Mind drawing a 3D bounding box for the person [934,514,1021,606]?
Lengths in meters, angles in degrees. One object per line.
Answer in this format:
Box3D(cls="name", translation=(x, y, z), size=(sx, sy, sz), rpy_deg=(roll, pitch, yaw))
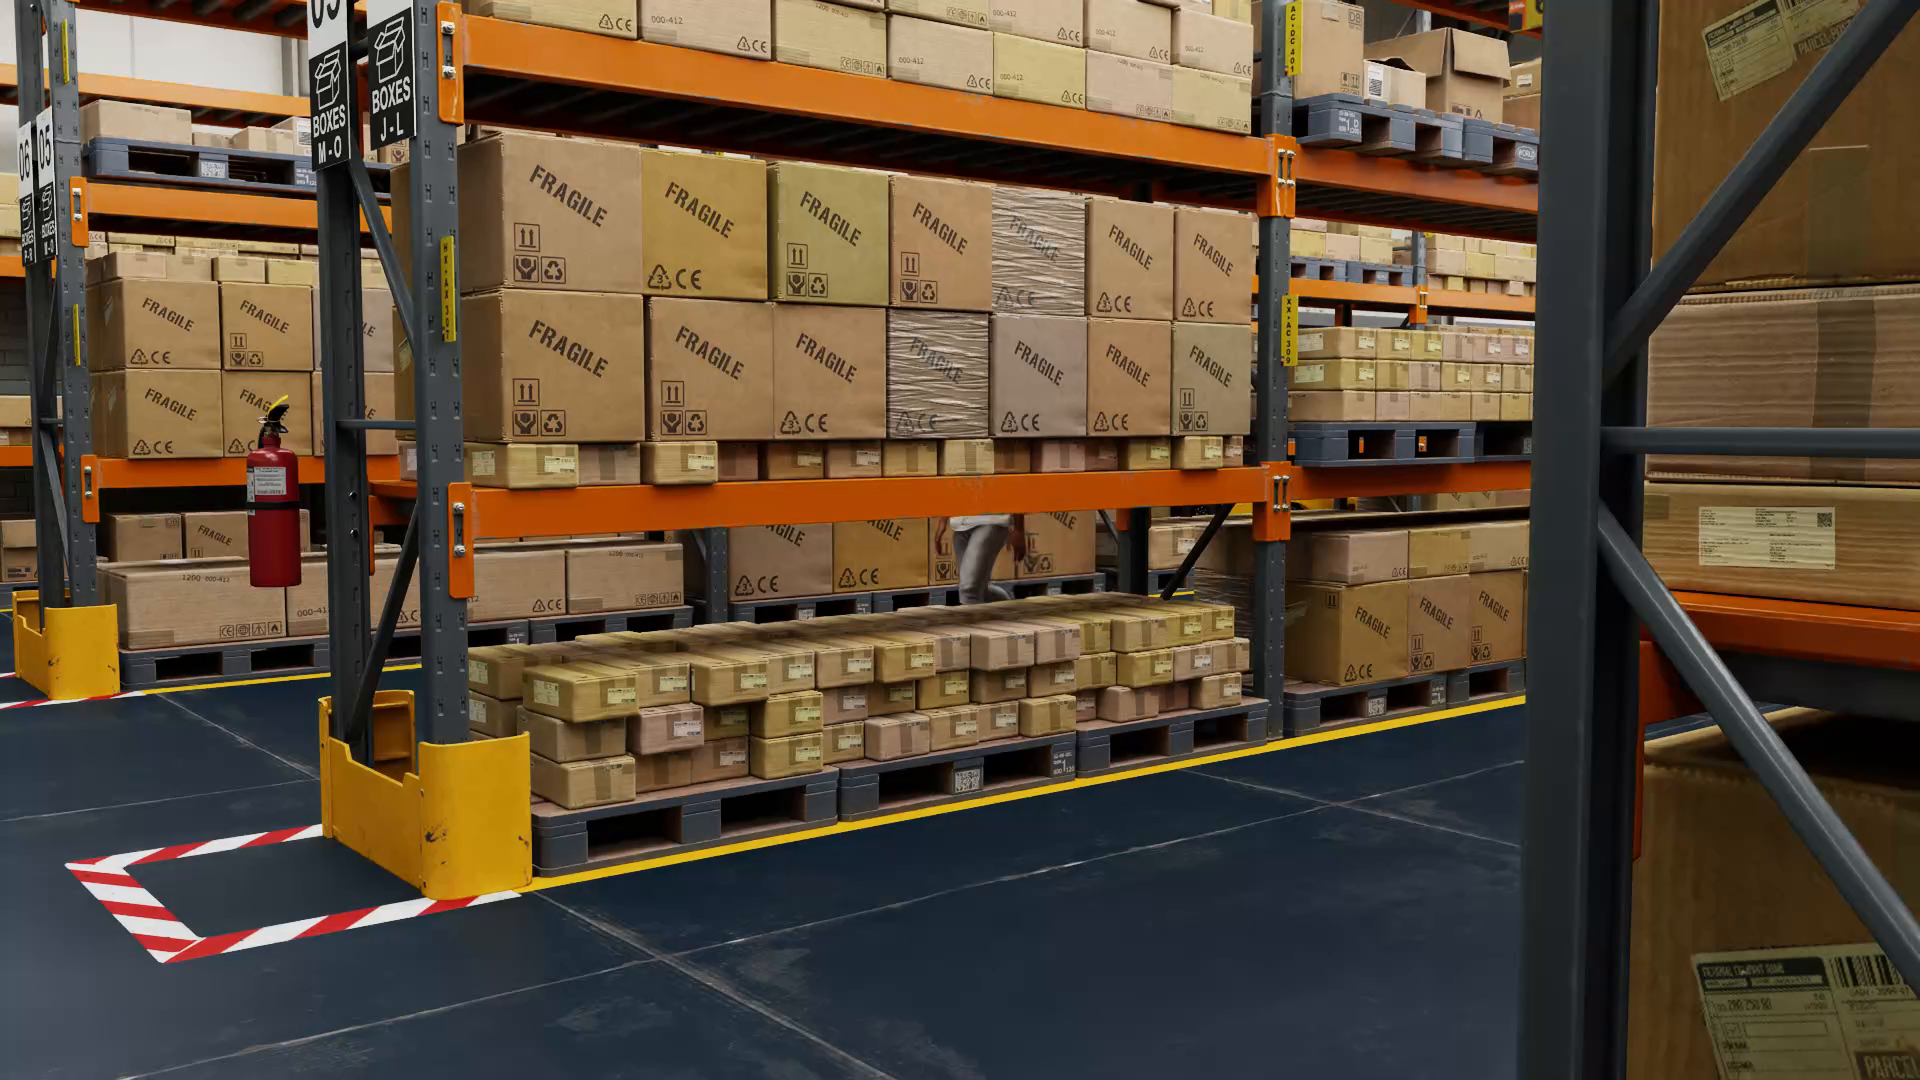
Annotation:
Box3D(cls="person", translation=(0.129, -0.089, 10.000), size=(0.584, 1.741, 0.904), rpy_deg=(4, 6, 44))
